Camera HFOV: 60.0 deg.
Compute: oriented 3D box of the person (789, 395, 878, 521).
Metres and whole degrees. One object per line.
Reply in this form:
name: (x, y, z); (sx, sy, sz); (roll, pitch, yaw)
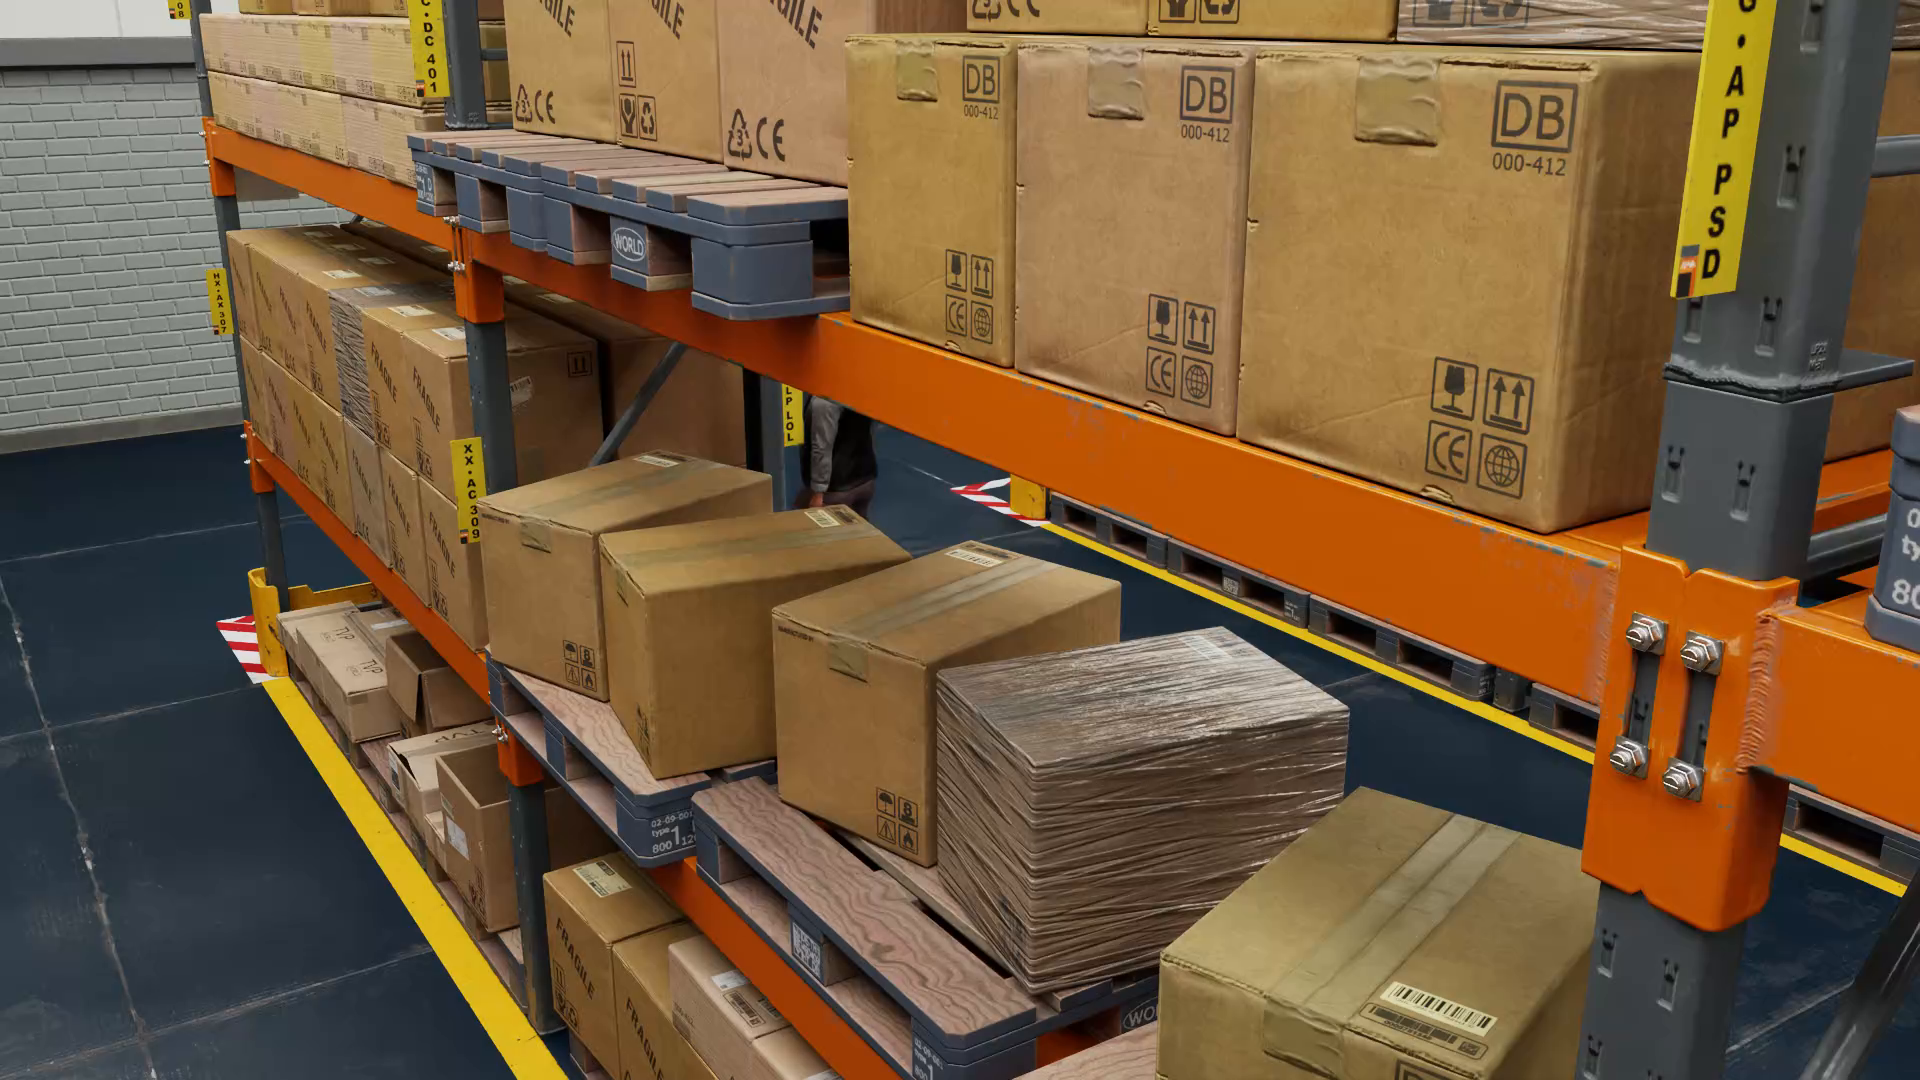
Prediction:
person: (-0.685, -0.277, 8.910); (0.470, 1.749, 0.565); (12, 22, 33)
